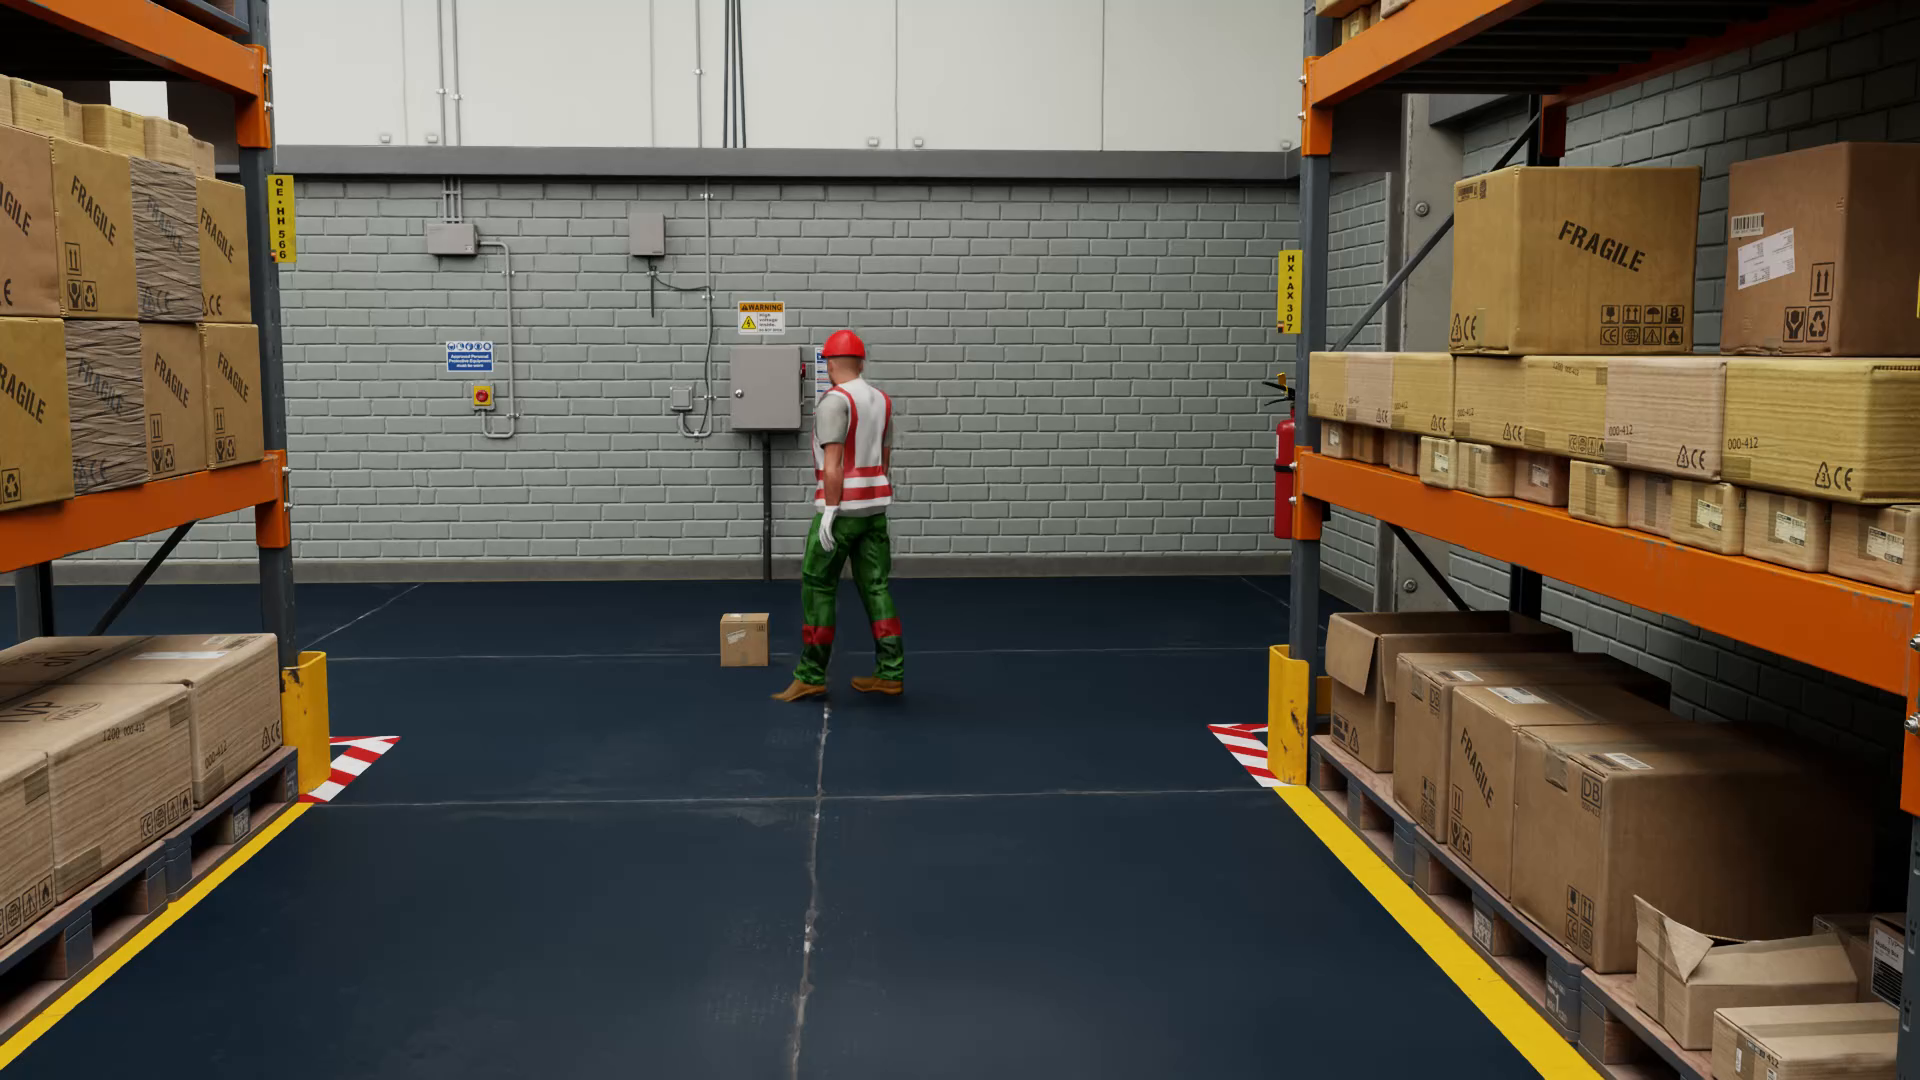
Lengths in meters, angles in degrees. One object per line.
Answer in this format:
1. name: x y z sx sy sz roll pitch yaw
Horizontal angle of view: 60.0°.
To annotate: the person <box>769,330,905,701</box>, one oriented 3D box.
1. person: -0.551 -0.104 8.102 0.594 1.825 0.577 5 9 37
